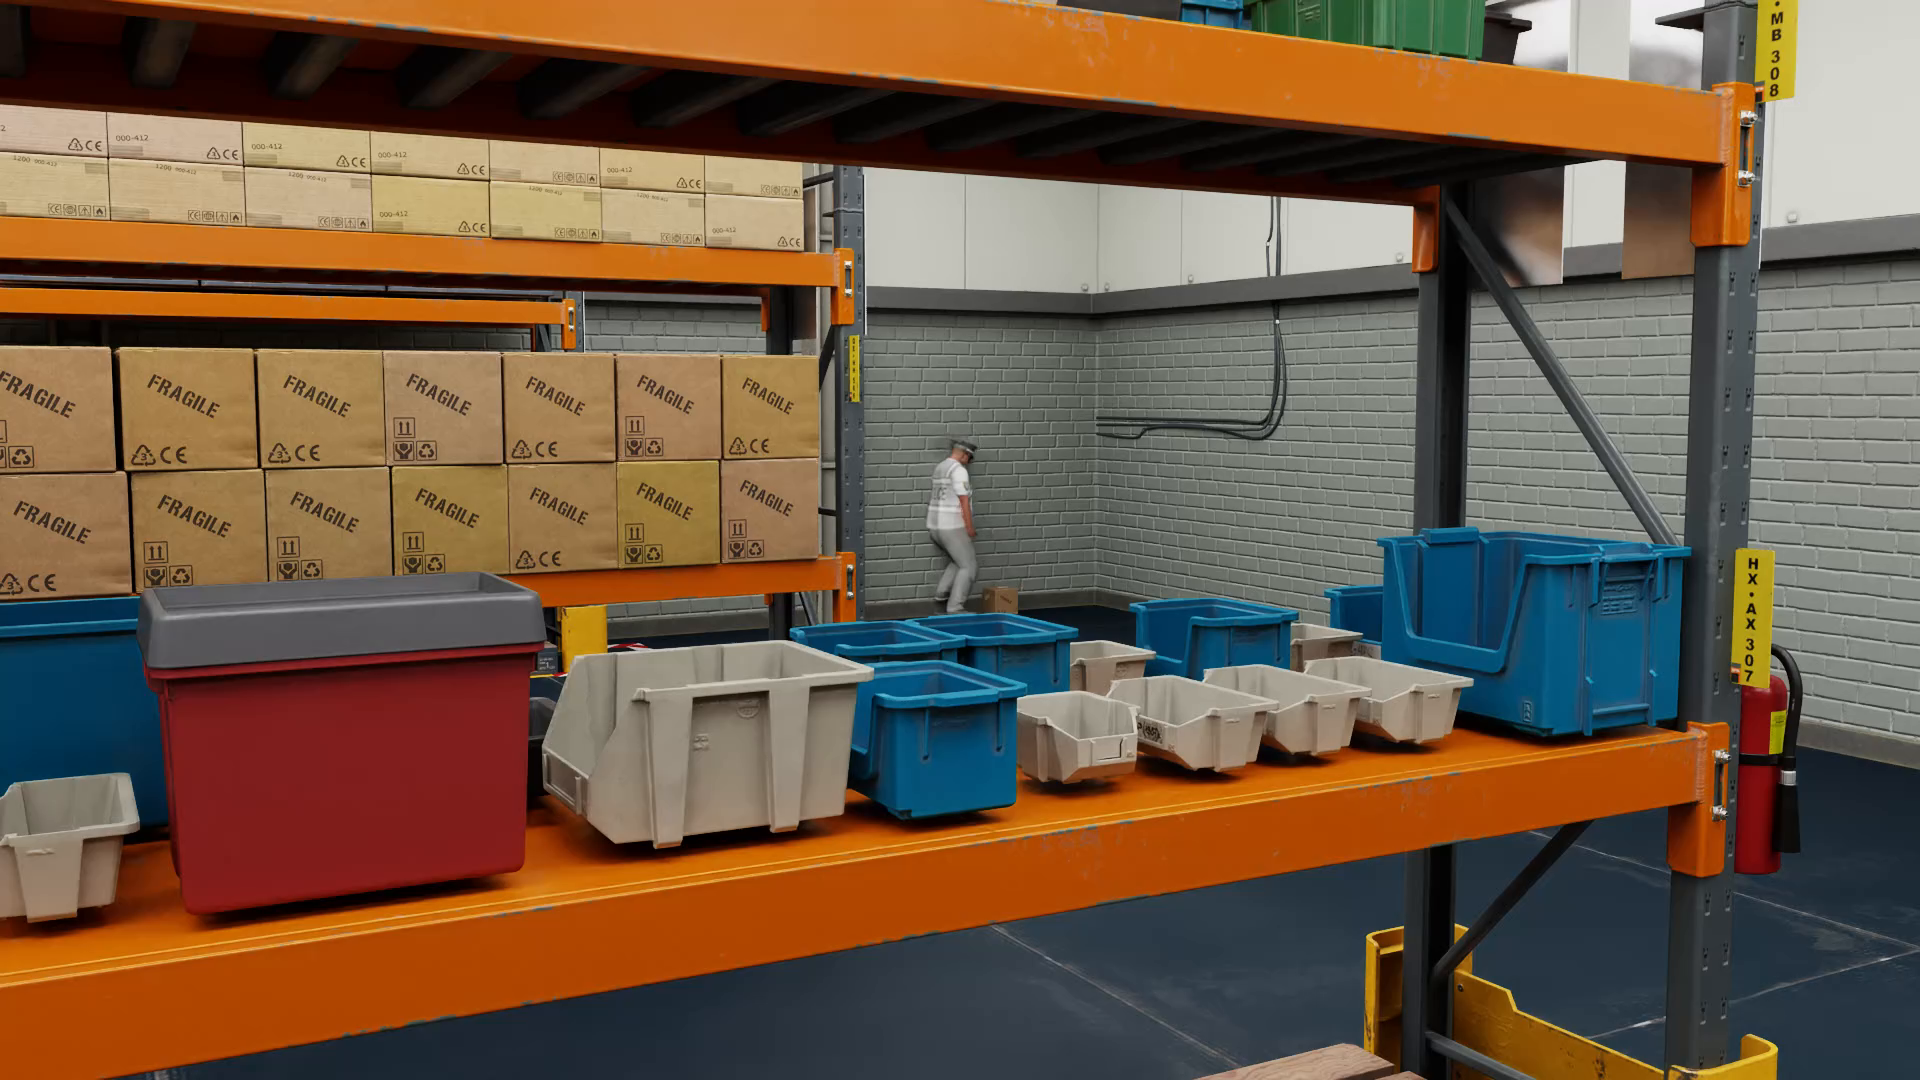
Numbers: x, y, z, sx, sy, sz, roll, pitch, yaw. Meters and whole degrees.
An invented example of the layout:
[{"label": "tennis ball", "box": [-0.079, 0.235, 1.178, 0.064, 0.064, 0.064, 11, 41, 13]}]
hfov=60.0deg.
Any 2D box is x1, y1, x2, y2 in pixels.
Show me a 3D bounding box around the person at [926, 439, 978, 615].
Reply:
[{"label": "person", "box": [-0.052, -0.108, 15.817, 0.520, 1.701, 0.556, -3, 6, -27]}]
